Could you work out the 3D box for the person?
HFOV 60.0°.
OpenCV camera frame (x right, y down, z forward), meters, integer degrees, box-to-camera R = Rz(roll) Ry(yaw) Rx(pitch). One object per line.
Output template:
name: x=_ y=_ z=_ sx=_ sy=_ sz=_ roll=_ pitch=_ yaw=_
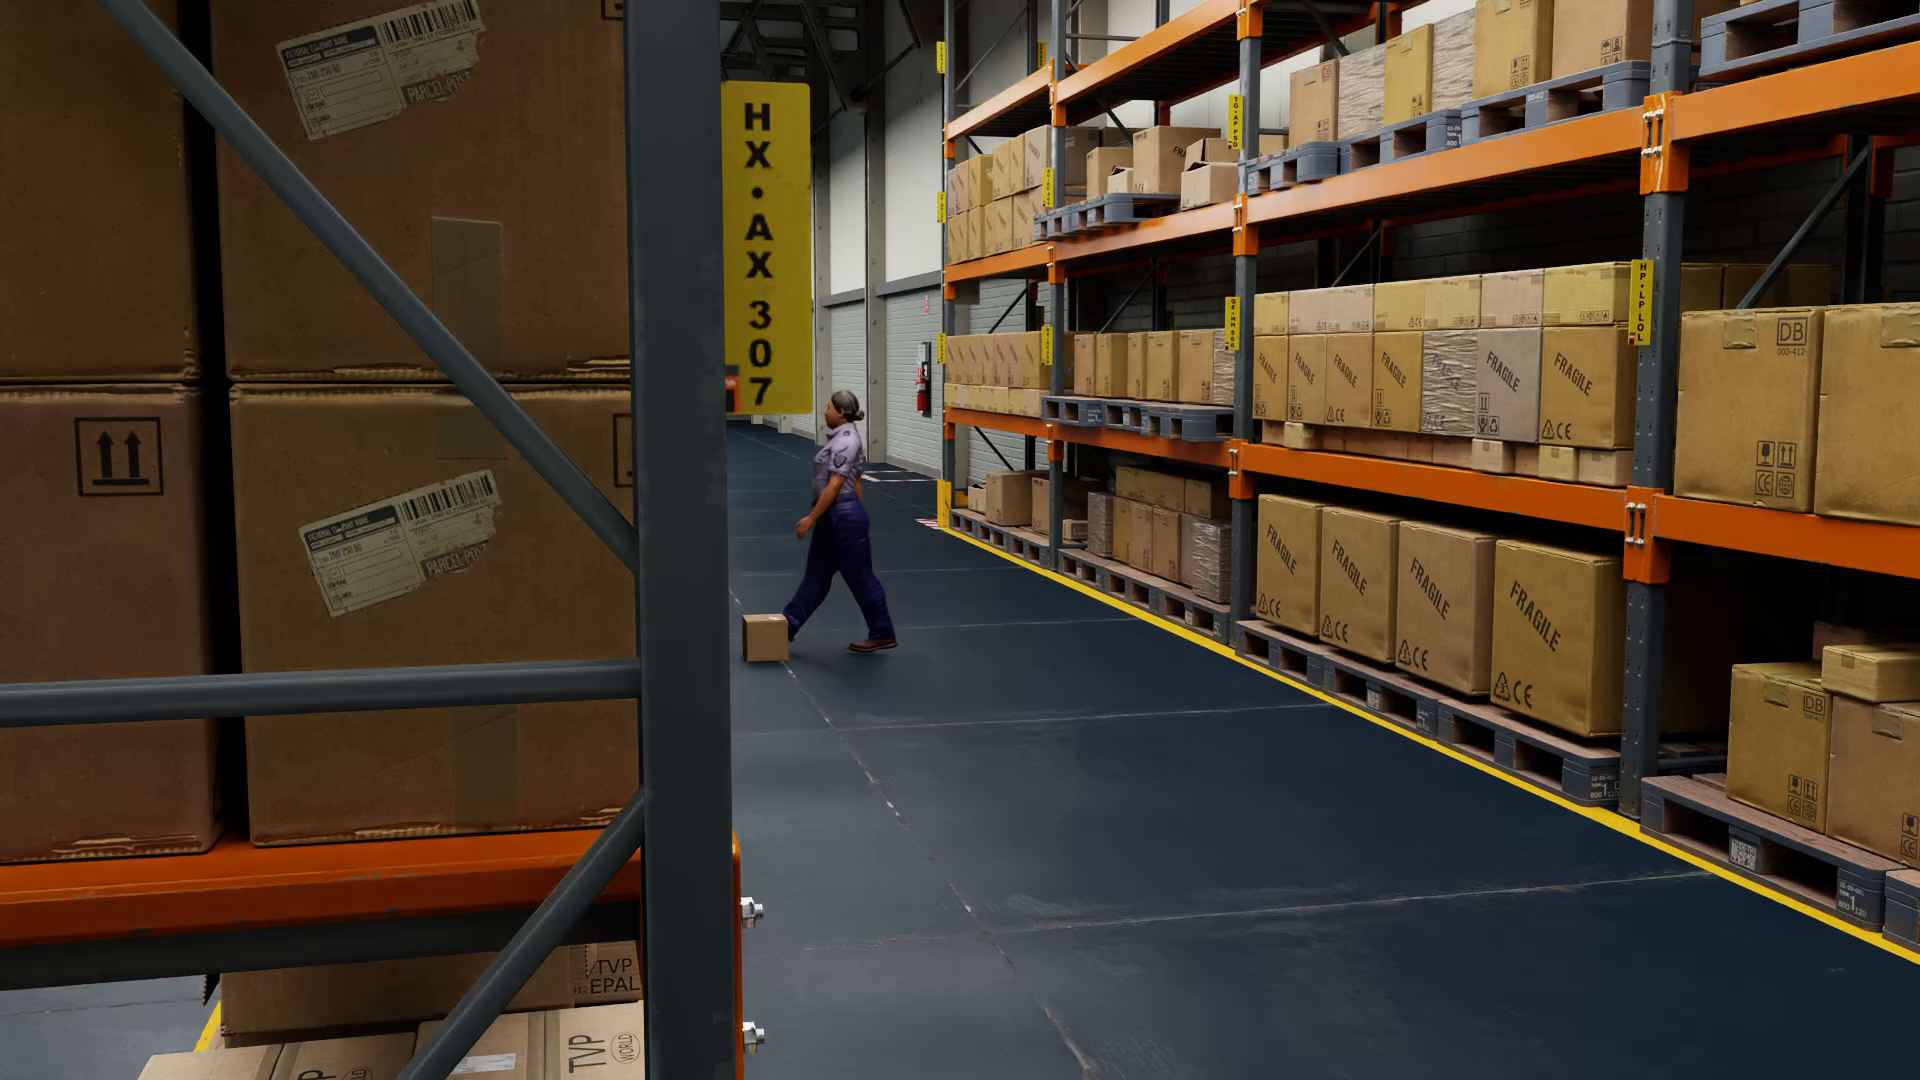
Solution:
person: x=-0.853 y=-0.113 z=10.206 sx=0.922 sy=1.609 sz=0.484 roll=-1 pitch=6 yaw=-7
